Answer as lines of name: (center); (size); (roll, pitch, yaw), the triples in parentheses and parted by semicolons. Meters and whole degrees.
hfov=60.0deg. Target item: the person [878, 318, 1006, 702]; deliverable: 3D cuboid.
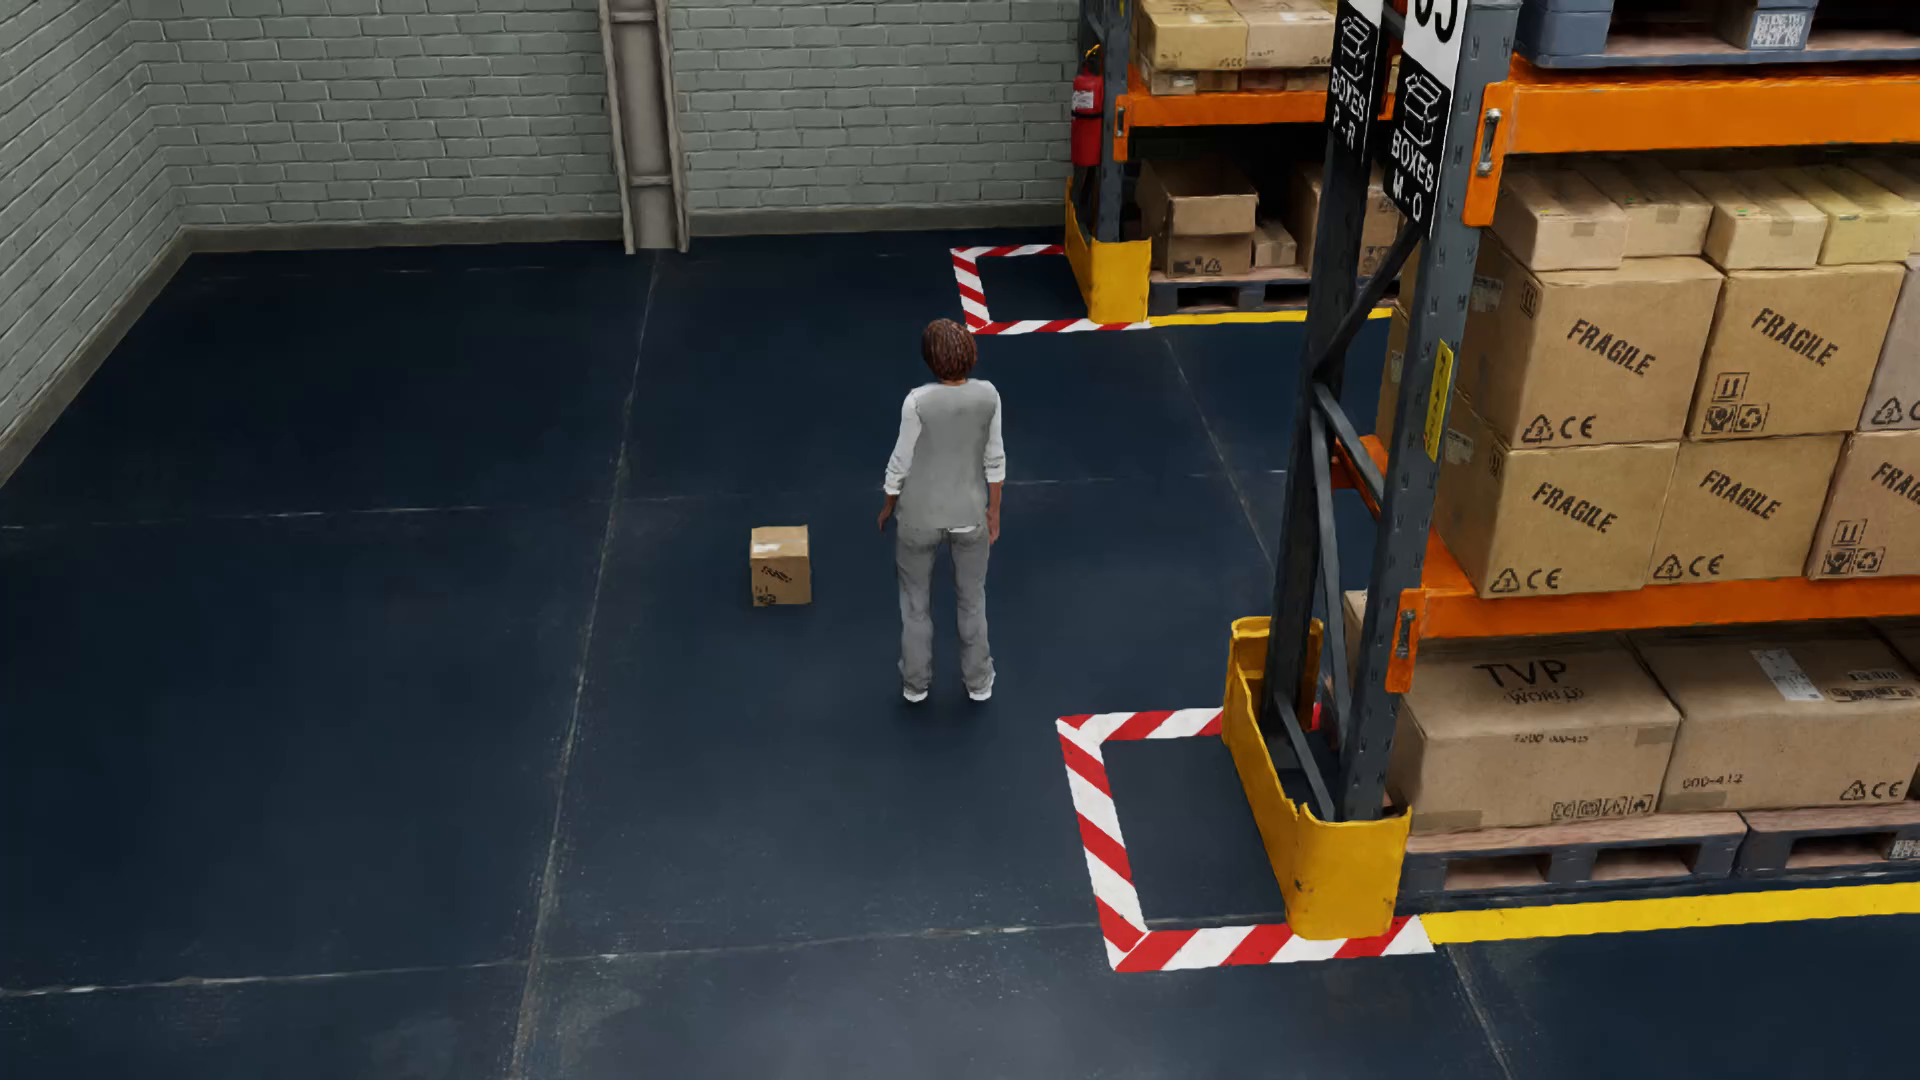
person: (-0.061, -0.077, 6.235); (0.467, 1.593, 0.337); (-8, 33, -13)
